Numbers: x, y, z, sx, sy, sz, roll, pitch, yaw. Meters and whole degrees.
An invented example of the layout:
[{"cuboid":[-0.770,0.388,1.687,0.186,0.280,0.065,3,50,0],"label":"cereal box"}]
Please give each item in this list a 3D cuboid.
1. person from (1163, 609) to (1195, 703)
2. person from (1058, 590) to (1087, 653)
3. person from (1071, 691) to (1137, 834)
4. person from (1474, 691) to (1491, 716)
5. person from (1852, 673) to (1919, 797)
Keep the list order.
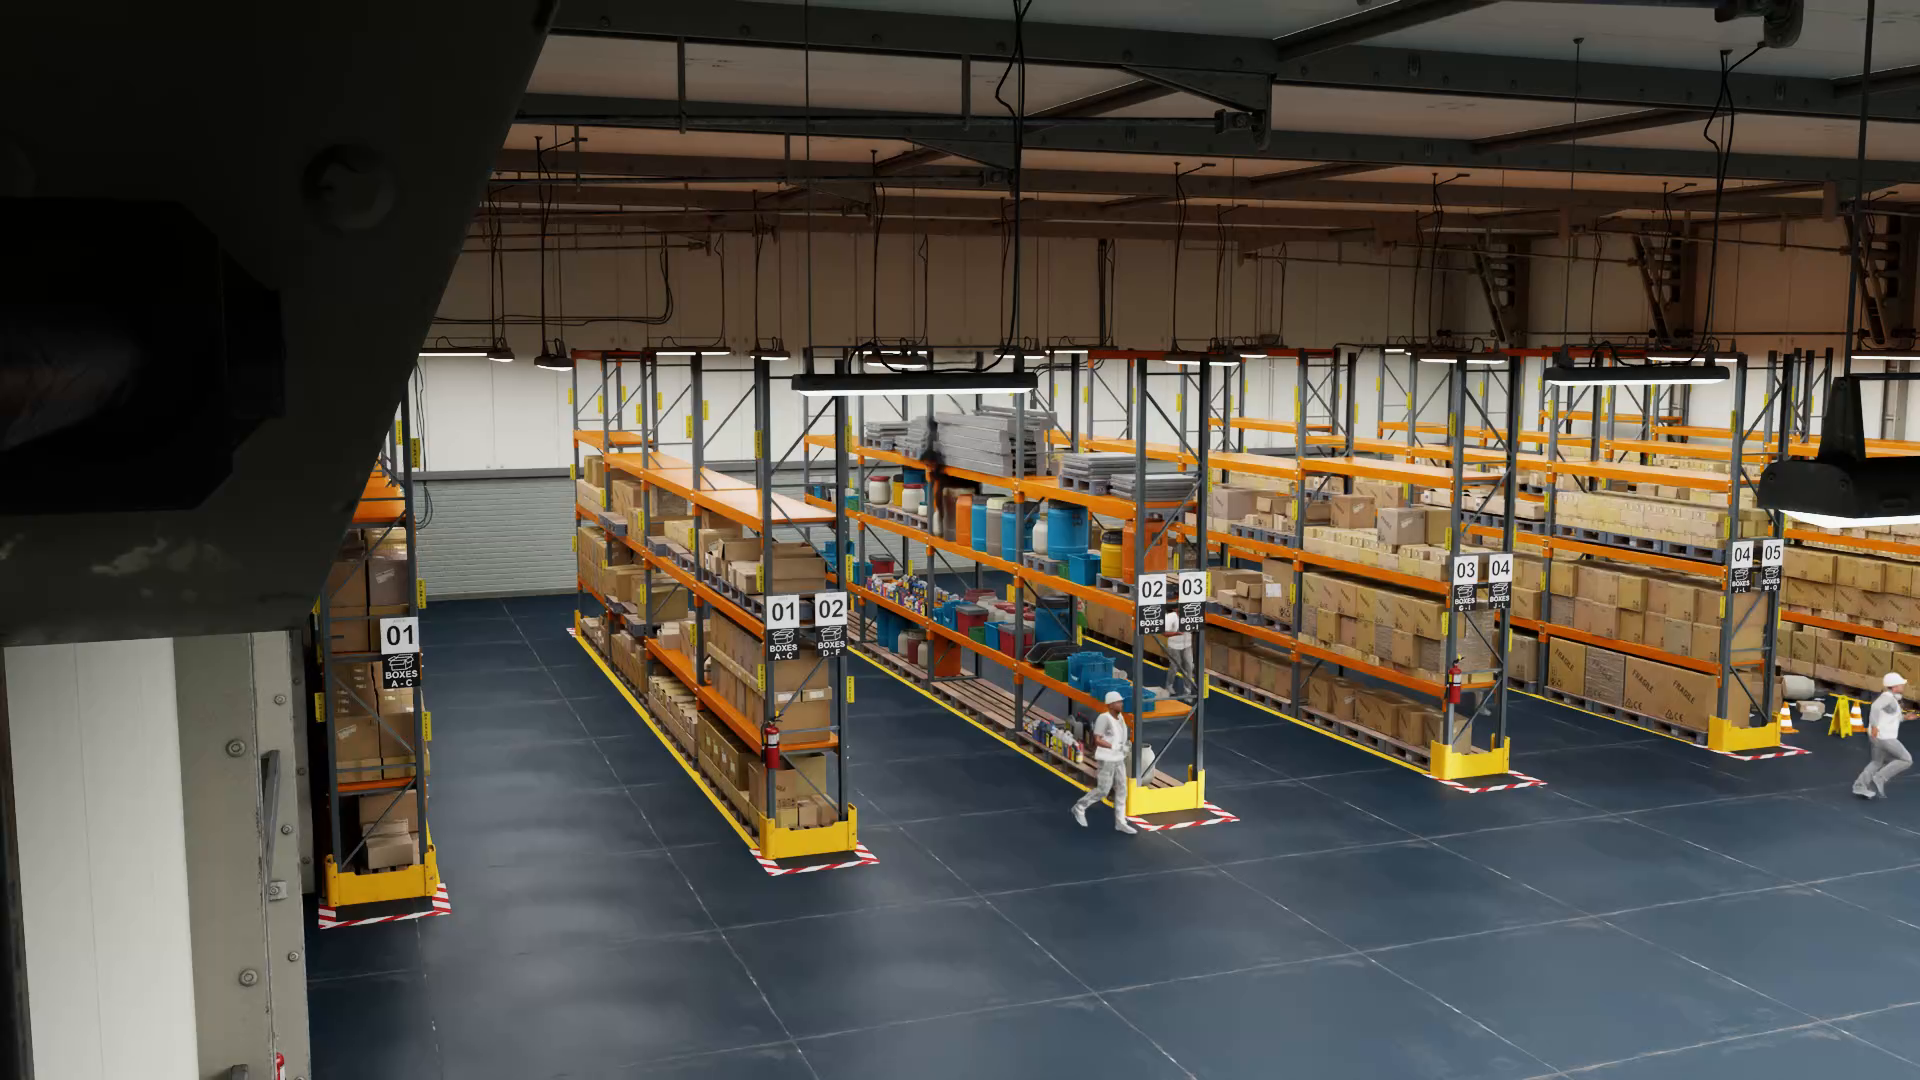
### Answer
[{"cuboid":[3.799,1.881,28.741,0.677,1.823,0.738,-3,8,-21],"label":"person"},{"cuboid":[2.223,1.408,32.567,0.648,1.759,0.640,-3,8,-24],"label":"person"},{"cuboid":[1.912,2.810,21.248,0.867,1.777,0.717,4,8,31],"label":"person"},{"cuboid":[8.537,2.015,27.950,0.685,1.741,1.031,-5,9,-34],"label":"person"},{"cuboid":[12.575,2.656,22.553,0.766,1.723,0.690,3,8,23],"label":"person"}]
